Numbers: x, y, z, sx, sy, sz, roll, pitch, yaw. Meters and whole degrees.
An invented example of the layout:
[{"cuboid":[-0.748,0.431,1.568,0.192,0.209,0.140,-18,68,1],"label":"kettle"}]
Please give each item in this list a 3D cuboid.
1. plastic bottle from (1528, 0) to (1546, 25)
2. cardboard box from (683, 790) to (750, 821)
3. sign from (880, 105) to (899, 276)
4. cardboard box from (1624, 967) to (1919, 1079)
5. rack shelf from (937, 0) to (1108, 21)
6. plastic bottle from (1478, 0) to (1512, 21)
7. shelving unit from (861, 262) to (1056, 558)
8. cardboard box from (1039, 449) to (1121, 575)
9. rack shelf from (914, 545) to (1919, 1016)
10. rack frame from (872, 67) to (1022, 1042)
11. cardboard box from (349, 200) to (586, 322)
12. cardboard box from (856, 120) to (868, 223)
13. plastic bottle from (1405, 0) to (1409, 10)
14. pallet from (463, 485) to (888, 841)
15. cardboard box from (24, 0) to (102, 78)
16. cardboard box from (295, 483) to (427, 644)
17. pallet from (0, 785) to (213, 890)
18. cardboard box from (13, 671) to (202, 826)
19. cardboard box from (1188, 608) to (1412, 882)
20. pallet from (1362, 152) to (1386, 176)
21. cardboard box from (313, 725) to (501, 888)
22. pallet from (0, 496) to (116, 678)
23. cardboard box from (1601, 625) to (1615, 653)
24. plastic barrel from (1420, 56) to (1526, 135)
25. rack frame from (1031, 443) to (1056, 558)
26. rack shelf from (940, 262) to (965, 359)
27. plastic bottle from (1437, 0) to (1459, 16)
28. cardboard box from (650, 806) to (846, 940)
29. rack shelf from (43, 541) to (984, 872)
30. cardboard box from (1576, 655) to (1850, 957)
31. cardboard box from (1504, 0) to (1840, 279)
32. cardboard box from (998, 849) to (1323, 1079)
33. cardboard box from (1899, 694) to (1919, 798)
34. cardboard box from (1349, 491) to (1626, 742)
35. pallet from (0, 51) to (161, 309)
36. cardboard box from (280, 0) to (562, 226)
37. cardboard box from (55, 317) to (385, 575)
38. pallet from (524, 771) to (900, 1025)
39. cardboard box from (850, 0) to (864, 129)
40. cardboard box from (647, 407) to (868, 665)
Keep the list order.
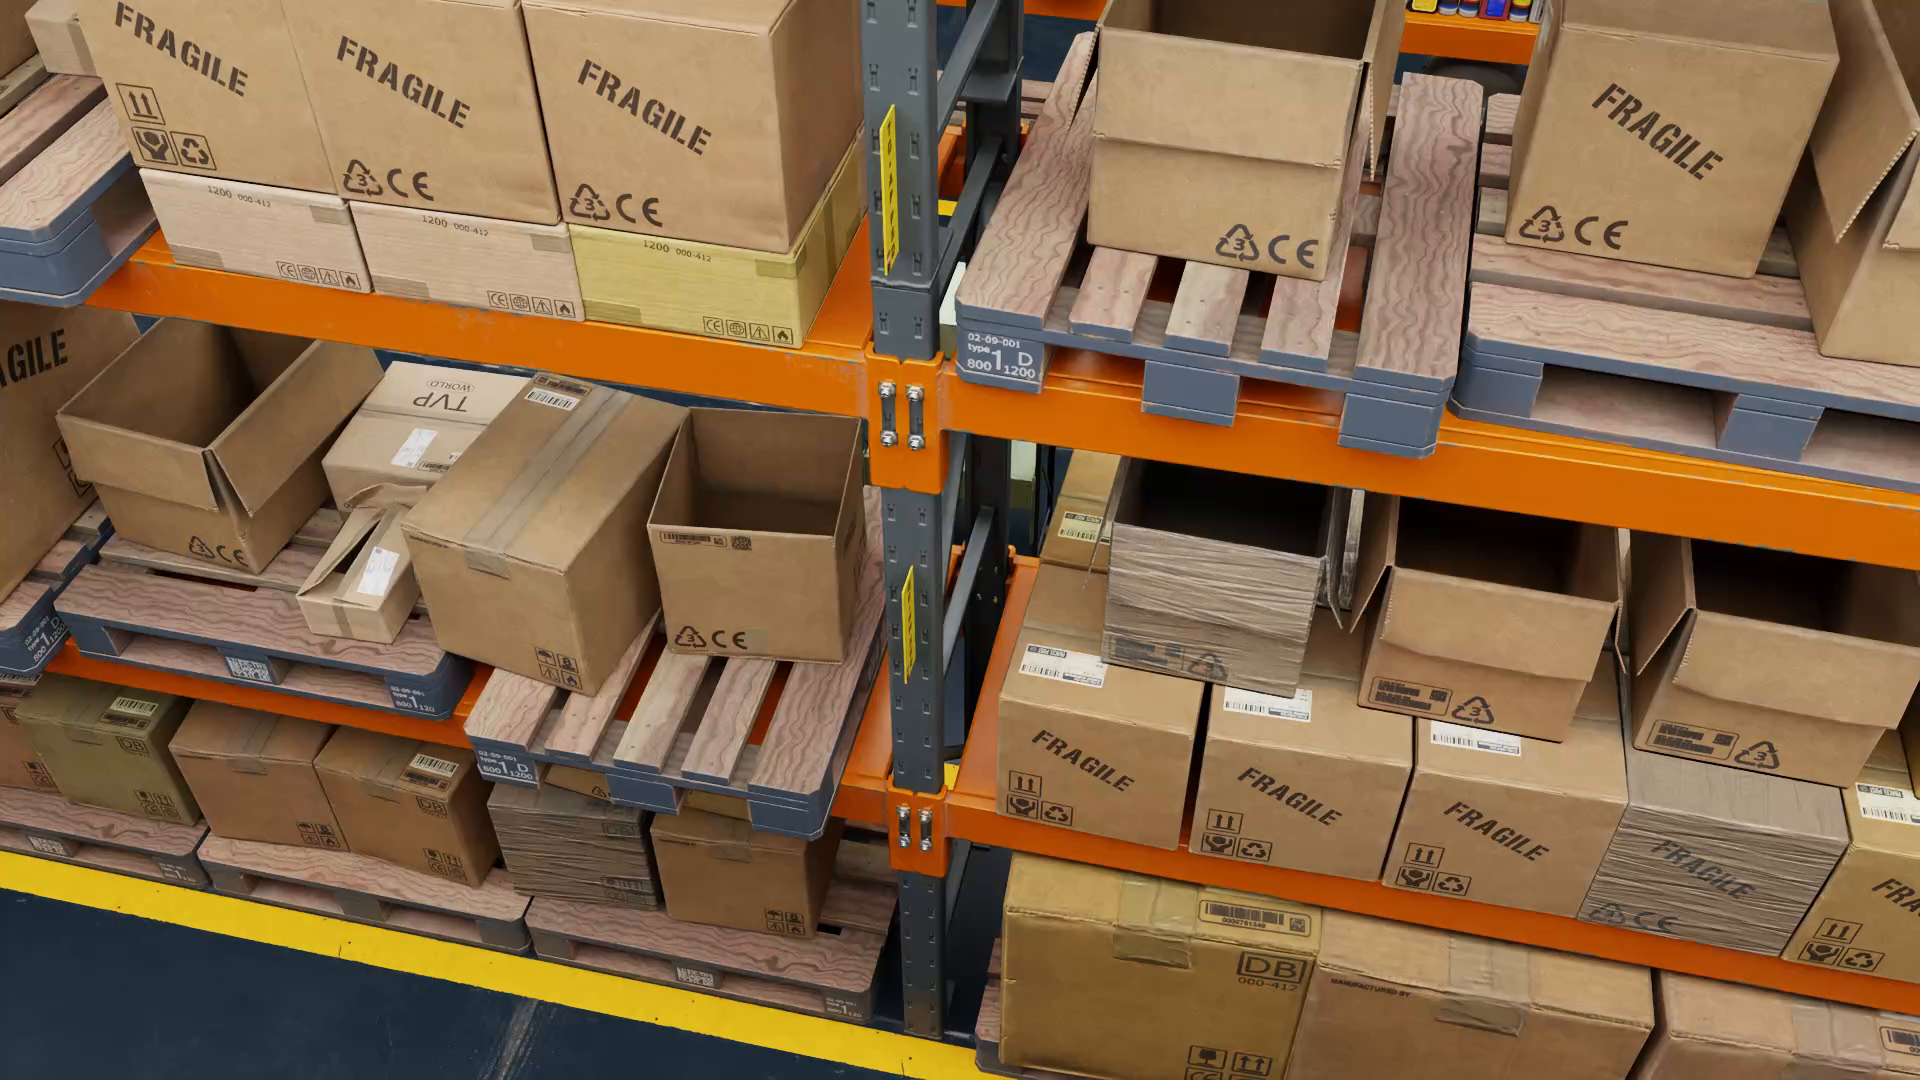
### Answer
[{"cuboid":[2.772,-2.585,7.822,0.135,0.276,0.152,9,45,9],"label":"plastic bottle"},{"cuboid":[-0.675,0.619,5.349,0.500,0.250,0.500,11,45,11],"label":"cardboard box"},{"cuboid":[-0.135,-0.672,3.210,0.005,0.325,0.100,9,45,9],"label":"sign"},{"cuboid":[2.388,1.230,4.999,0.875,0.875,1.225,7,44,8],"label":"cardboard box"},{"cuboid":[-0.885,-3.168,8.857,4.000,0.370,1.077,9,45,9],"label":"rack shelf"},{"cuboid":[2.537,-2.592,7.824,0.133,0.283,0.061,9,45,9],"label":"plastic bottle"},{"cuboid":[-0.007,-0.541,6.691,0.755,1.500,0.431,9,45,9],"label":"shelving unit"},{"cuboid":[0.521,0.099,4.872,0.500,0.500,0.500,10,45,10],"label":"cardboard box"},{"cuboid":[1.937,0.790,4.745,4.000,0.370,1.077,9,45,9],"label":"rack shelf"},{"cuboid":[-0.014,0.228,4.810,0.127,3.000,1.000,9,45,9],"label":"rack frame"},{"cuboid":[-1.019,-0.771,3.793,0.500,0.250,0.500,9,45,9],"label":"cardboard box"},{"cuboid":[-0.417,-1.042,4.075,0.500,0.250,0.500,10,45,10],"label":"cardboard box"},{"cuboid":[2.108,-2.642,7.935,0.097,0.201,0.097,0,44,0],"label":"plastic bottle"},{"cuboid":[-0.733,0.261,4.914,1.003,0.211,1.213,9,45,9],"label":"pallet"},{"cuboid":[-2.066,-1.310,4.110,0.250,0.166,0.380,8,44,8],"label":"cardboard box"},{"cuboid":[-1.701,0.055,4.784,0.258,0.266,0.396,8,44,8],"label":"cardboard box"},{"cuboid":[-3.158,0.744,6.285,1.213,0.211,1.003,9,45,9],"label":"pallet"},{"cuboid":[-2.862,0.557,5.954,0.500,0.500,0.700,9,45,9],"label":"cardboard box"},{"cuboid":[0.904,0.526,4.428,0.500,0.500,0.500,8,44,8],"label":"cardboard box"},{"cuboid":[1.846,-2.028,9.165,1.213,0.211,1.003,9,45,9],"label":"pallet"},{"cuboid":[-1.771,0.725,5.779,0.500,0.500,0.700,12,45,12],"label":"cardboard box"},{"cuboid":[-3.204,-0.095,5.284,1.213,0.211,1.003,9,45,9],"label":"pallet"},{"cuboid":[1.514,0.255,4.710,0.500,0.500,0.500,7,44,8],"label":"cardboard box"},{"cuboid":[2.650,-2.173,8.741,0.708,0.588,0.600,9,45,9],"label":"plastic barrel"},{"cuboid":[0.351,-0.486,6.633,0.023,1.500,0.400,9,45,9],"label":"rack frame"},{"cuboid":[-0.007,-0.823,6.420,0.720,0.370,0.431,9,45,9],"label":"rack shelf"},{"cuboid":[2.333,-2.632,7.874,0.097,0.271,0.097,0,44,0],"label":"plastic bottle"},{"cuboid":[-0.673,0.882,5.616,0.500,0.500,0.700,7,44,7],"label":"cardboard box"},{"cuboid":[-1.966,0.184,5.374,4.000,0.370,1.077,9,45,9],"label":"rack shelf"},{"cuboid":[1.892,0.678,4.270,0.500,0.500,0.500,9,45,9],"label":"cardboard box"},{"cuboid":[1.458,-0.925,3.471,0.500,0.500,0.500,11,45,11],"label":"cardboard box"},{"cuboid":[0.655,0.961,5.278,0.875,0.875,1.225,7,44,7],"label":"cardboard box"},{"cuboid":[2.597,0.233,4.009,0.637,0.503,0.797,9,45,10],"label":"cardboard box"},{"cuboid":[1.331,0.053,4.197,0.637,0.503,0.797,10,45,10],"label":"cardboard box"},{"cuboid":[-2.326,-1.070,4.132,1.003,0.211,1.213,9,45,9],"label":"pallet"},{"cuboid":[-1.037,-1.042,3.534,0.500,0.500,0.500,9,45,9],"label":"cardboard box"},{"cuboid":[-2.206,-0.366,5.050,0.637,0.503,0.797,13,45,13],"label":"cardboard box"},{"cuboid":[-0.777,1.113,5.901,1.213,0.211,1.003,9,45,9],"label":"pallet"},{"cuboid":[-0.417,-1.314,3.817,0.500,0.500,0.500,9,45,9],"label":"cardboard box"},{"cuboid":[-0.550,-0.014,4.687,0.500,0.500,0.500,4,44,4],"label":"cardboard box"}]
